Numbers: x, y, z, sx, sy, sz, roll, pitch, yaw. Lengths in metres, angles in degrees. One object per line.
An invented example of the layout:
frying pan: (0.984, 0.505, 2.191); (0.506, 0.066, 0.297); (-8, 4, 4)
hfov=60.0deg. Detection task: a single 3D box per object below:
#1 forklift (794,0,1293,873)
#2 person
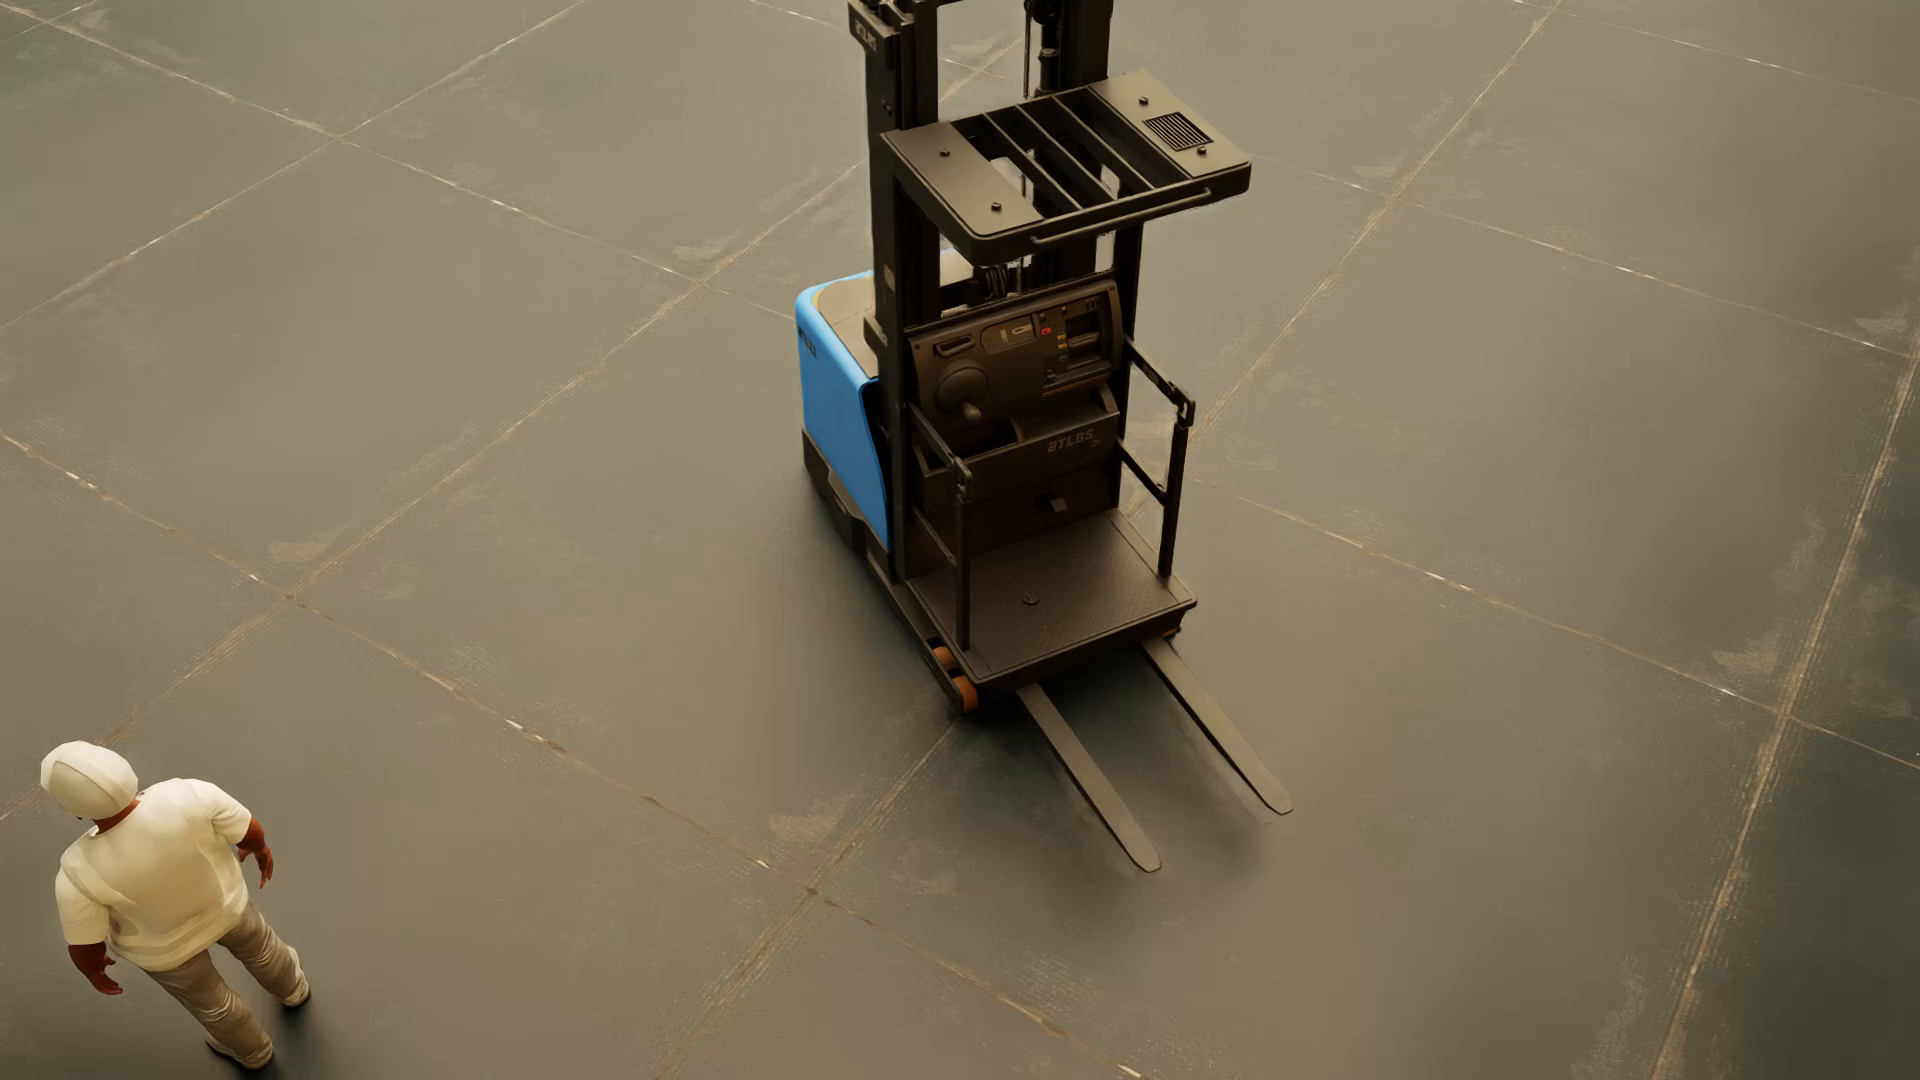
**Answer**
forklift: (0.335, -0.669, 6.554); (1.130, 2.935, 3.031); (-19, 47, -19)
person: (-2.584, 1.180, 5.440); (0.578, 1.766, 0.667); (31, 52, 29)
